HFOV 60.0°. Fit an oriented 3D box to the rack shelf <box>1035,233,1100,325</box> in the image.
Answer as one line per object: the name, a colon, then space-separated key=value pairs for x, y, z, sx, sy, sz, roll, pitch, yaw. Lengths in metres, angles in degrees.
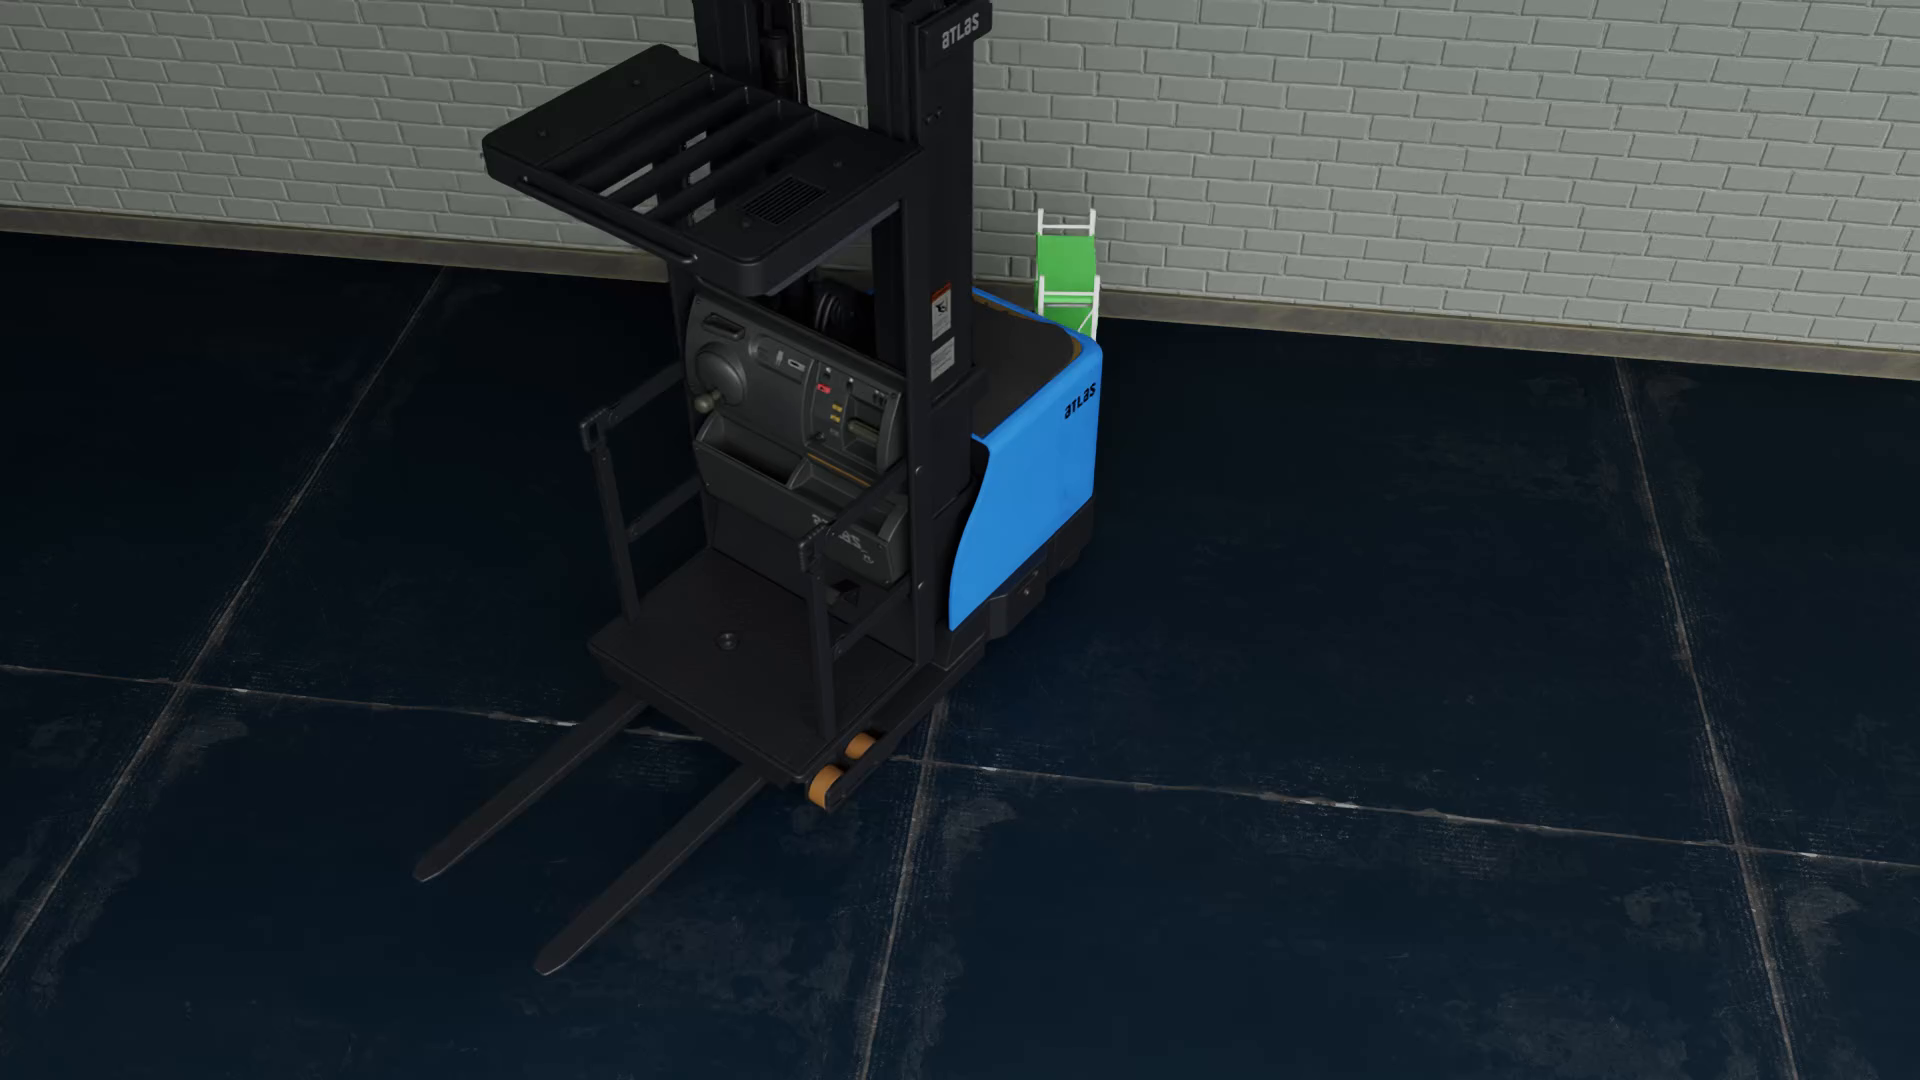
rack shelf: x=0.442 y=-1.085 z=6.918 sx=0.258 sy=0.148 sz=0.480 roll=1 pitch=43 yaw=1

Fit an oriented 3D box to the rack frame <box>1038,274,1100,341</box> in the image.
rack frame: x=0.437 y=-0.615 z=7.027 sx=0.240 sy=1.200 sz=0.015 roll=1 pitch=43 yaw=1

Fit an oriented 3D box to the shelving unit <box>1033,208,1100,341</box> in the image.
shelving unit: x=0.442 y=-0.783 z=7.204 sx=0.258 sy=1.200 sz=0.503 roll=1 pitch=43 yaw=1

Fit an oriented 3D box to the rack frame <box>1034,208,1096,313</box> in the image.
rack frame: x=0.448 y=-0.950 z=7.381 sx=0.240 sy=1.200 sz=0.015 roll=1 pitch=43 yaw=1

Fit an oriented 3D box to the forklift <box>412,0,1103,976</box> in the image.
forklift: x=-0.711 y=-0.449 z=5.592 sx=1.130 sy=2.935 sz=3.031 roll=27 pitch=50 yaw=26

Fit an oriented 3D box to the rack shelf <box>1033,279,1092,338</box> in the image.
rack shelf: x=0.442 y=-0.910 z=7.083 sx=0.258 sy=0.148 sz=0.480 roll=1 pitch=43 yaw=1
